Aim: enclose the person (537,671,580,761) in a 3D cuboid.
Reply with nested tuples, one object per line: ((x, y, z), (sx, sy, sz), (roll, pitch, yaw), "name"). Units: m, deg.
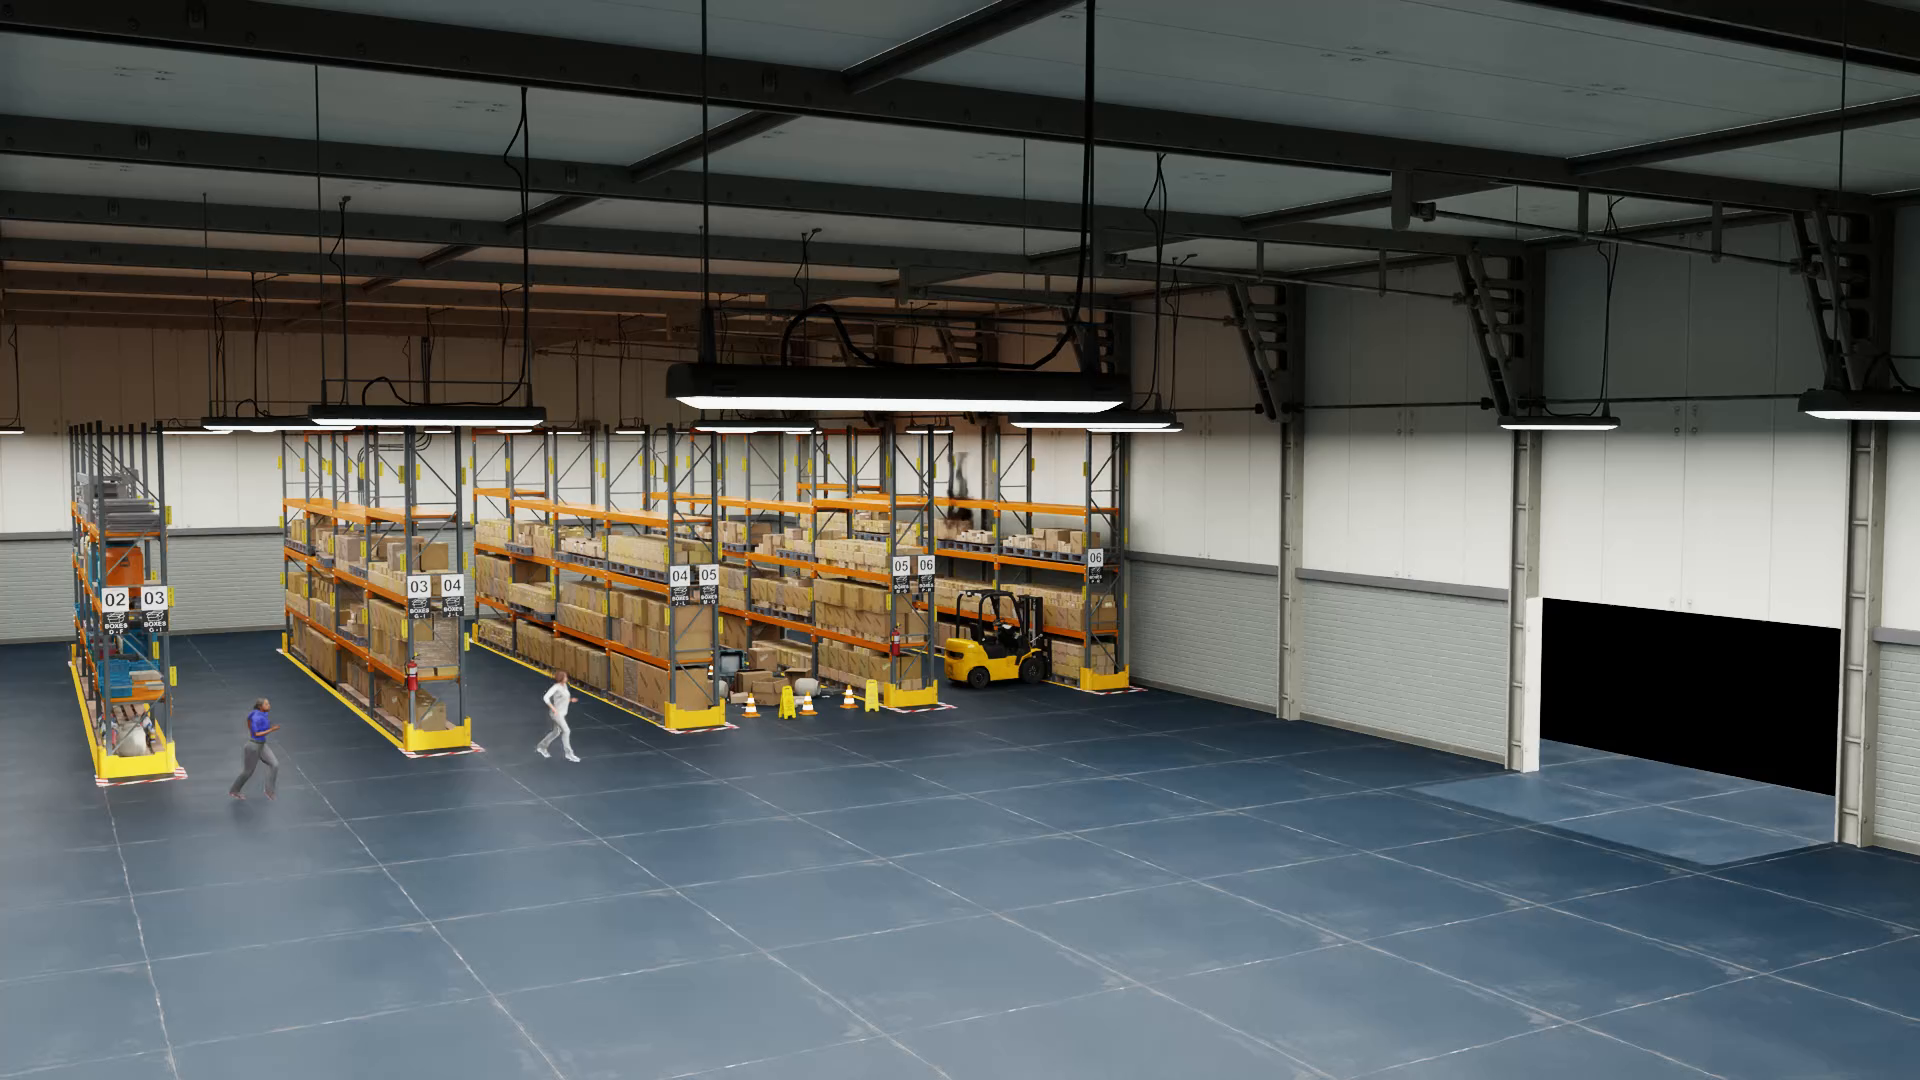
((-7.107, 3.100, 29.347), (0.794, 1.607, 0.543), (0, 4, 4), "person")

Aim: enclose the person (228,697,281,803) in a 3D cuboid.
((-11.032, 3.311, 26.004), (0.840, 1.722, 0.558), (0, 4, -1), "person")
